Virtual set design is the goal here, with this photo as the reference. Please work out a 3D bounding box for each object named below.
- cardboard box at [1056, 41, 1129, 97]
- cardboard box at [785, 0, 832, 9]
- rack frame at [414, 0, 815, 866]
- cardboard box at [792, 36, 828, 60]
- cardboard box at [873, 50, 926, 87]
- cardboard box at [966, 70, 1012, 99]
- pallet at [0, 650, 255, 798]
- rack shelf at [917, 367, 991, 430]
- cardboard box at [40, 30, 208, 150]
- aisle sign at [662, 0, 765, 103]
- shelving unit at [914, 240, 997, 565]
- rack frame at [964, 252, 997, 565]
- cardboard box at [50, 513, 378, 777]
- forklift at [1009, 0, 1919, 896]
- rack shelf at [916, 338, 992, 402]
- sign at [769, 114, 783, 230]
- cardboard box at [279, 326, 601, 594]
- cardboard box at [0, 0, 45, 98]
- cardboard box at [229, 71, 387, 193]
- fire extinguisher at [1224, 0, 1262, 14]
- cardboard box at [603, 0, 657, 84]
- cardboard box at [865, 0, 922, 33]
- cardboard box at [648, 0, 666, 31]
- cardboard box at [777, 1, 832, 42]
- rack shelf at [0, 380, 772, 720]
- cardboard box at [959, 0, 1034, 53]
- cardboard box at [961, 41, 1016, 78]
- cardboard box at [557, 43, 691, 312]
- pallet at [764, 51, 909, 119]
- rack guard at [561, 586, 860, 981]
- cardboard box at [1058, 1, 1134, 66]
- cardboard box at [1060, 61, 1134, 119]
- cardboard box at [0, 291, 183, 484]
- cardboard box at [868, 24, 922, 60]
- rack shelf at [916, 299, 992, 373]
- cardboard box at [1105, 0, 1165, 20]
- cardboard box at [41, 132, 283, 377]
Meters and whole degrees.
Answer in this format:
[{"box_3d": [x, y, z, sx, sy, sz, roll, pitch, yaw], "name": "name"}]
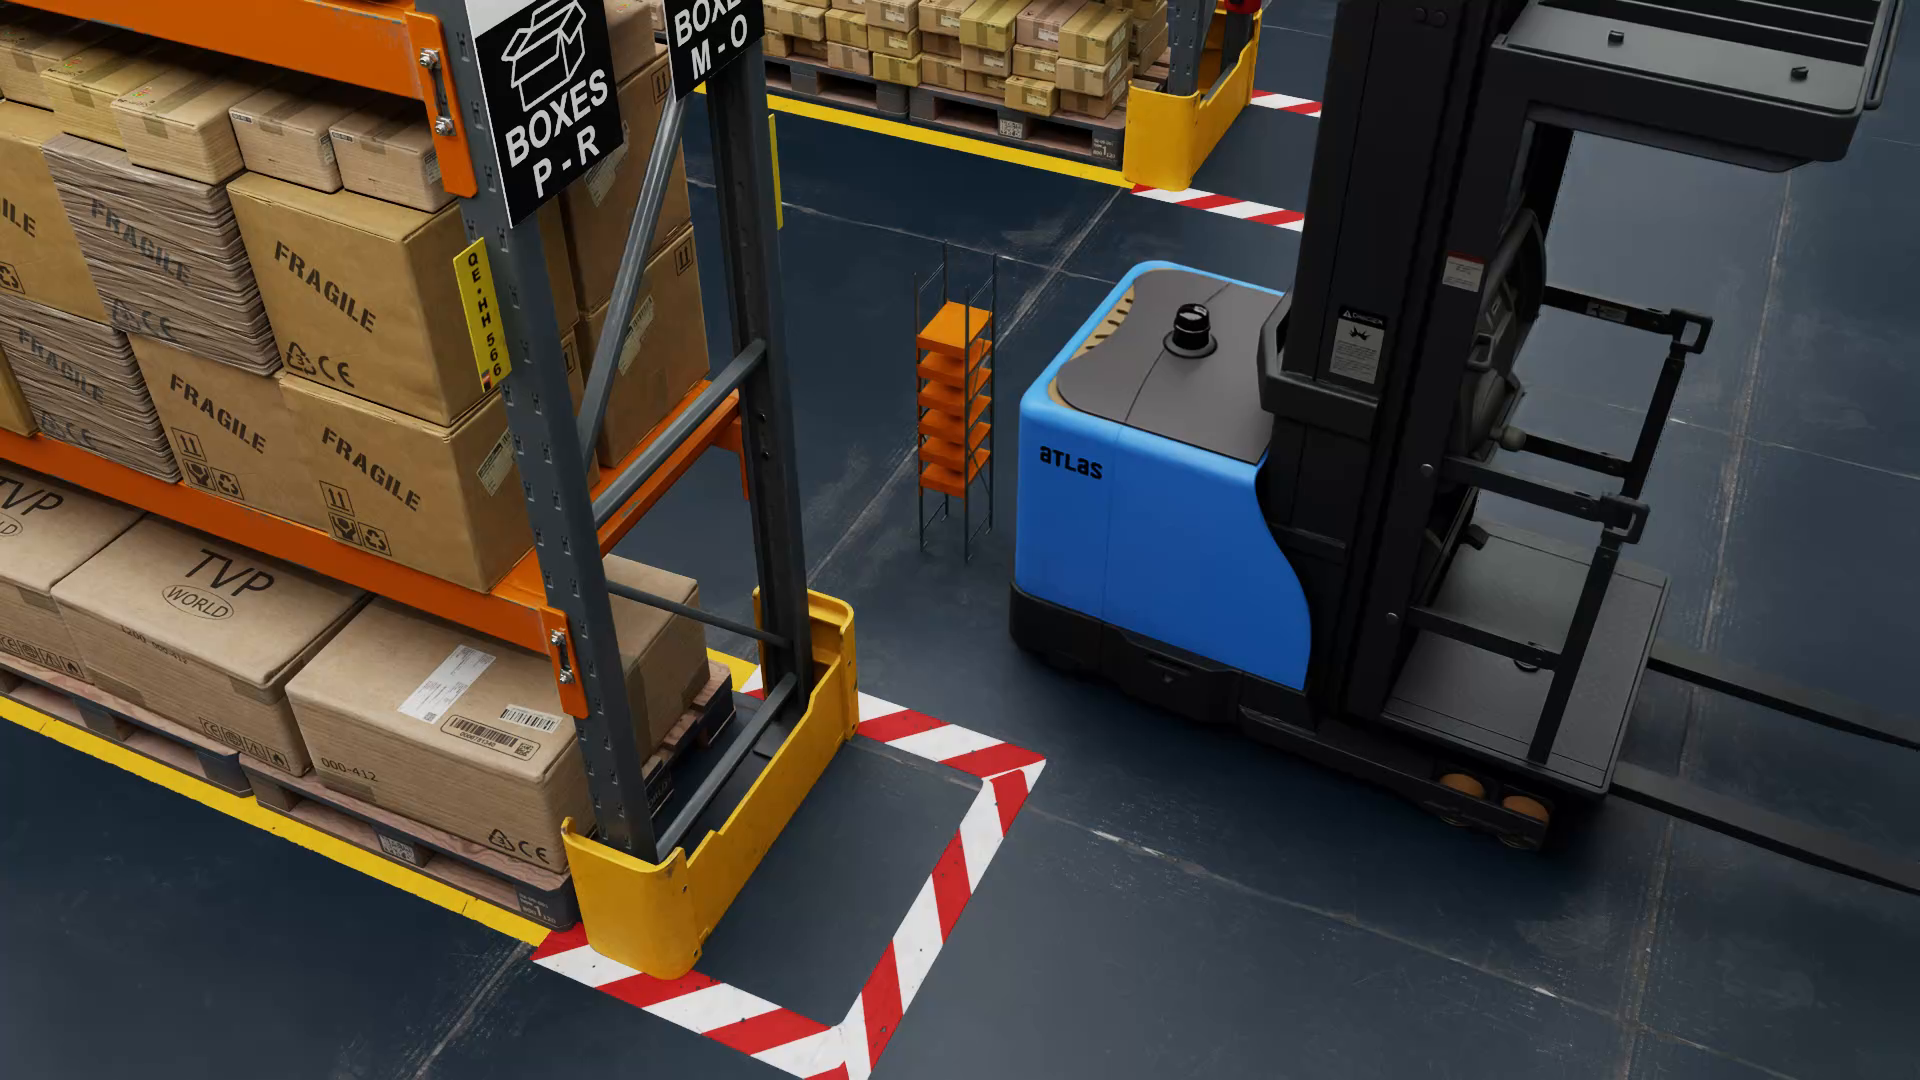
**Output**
[{"box_3d": [0.665, -2.389, 8.345, 0.250, 0.149, 0.380, 16, 43, 18], "name": "cardboard box"}, {"box_3d": [-0.731, -2.966, 8.783, 0.250, 0.149, 0.380, 17, 44, 19], "name": "cardboard box"}, {"box_3d": [-0.738, -0.252, 4.251, 0.127, 3.000, 1.000, 17, 44, 19], "name": "rack frame"}, {"box_3d": [-0.704, -2.753, 8.992, 0.250, 0.149, 0.380, 18, 44, 20], "name": "cardboard box"}, {"box_3d": [-0.267, -2.551, 8.759, 0.250, 0.149, 0.380, 15, 43, 17], "name": "cardboard box"}, {"box_3d": [0.220, -2.457, 8.651, 0.250, 0.149, 0.380, 17, 44, 18], "name": "cardboard box"}, {"box_3d": [-2.597, 0.288, 5.757, 1.213, 0.211, 1.003, 17, 44, 19], "name": "pallet"}, {"box_3d": [-0.013, -0.514, 5.812, 0.180, 0.103, 0.258, 17, 44, 19], "name": "rack shelf"}, {"box_3d": [-1.868, -1.065, 3.854, 0.250, 0.149, 0.380, 18, 44, 20], "name": "cardboard box"}, {"box_3d": [-0.550, -1.387, 3.575, 0.004, 0.787, 0.394, 17, 44, 19], "name": "aisle sign"}, {"box_3d": [-0.013, -0.457, 5.862, 0.189, 1.200, 0.258, 17, 44, 19], "name": "shelving unit"}, {"box_3d": [0.070, -0.432, 5.832, 0.006, 1.200, 0.240, 17, 44, 19], "name": "rack frame"}, {"box_3d": [-2.211, 0.185, 5.381, 0.875, 0.438, 0.875, 18, 44, 20], "name": "cardboard box"}, {"box_3d": [1.716, -0.553, 4.650, 3.031, 2.935, 1.130, 19, 44, 21], "name": "forklift"}, {"box_3d": [-0.013, -0.605, 5.734, 0.180, 0.103, 0.258, 17, 44, 19], "name": "rack shelf"}, {"box_3d": [-0.497, -0.937, 4.319, 0.005, 0.325, 0.100, 17, 44, 19], "name": "sign"}, {"box_3d": [-1.287, -0.266, 4.191, 0.500, 0.500, 0.500, 17, 44, 19], "name": "cardboard box"}, {"box_3d": [-2.327, -1.214, 4.026, 0.250, 0.149, 0.380, 18, 44, 20], "name": "cardboard box"}, {"box_3d": [-1.388, -0.949, 3.720, 0.250, 0.149, 0.380, 18, 44, 19], "name": "cardboard box"}, {"box_3d": [1.297, -2.704, 7.424, 0.183, 0.674, 0.296, 17, 44, 19], "name": "fire extinguisher"}, {"box_3d": [-0.942, -1.175, 3.981, 0.250, 0.149, 0.380, 18, 44, 20], "name": "cardboard box"}, {"box_3d": [-0.290, -2.771, 8.559, 0.250, 0.149, 0.380, 19, 44, 20], "name": "cardboard box"}, {"box_3d": [-1.679, -3.004, 9.282, 0.250, 0.149, 0.380, 17, 44, 18], "name": "cardboard box"}, {"box_3d": [-0.767, -2.809, 8.830, 0.250, 0.149, 0.380, 17, 44, 19], "name": "cardboard box"}, {"box_3d": [-2.550, -0.534, 5.125, 4.000, 0.370, 1.077, 17, 44, 19], "name": "rack shelf"}, {"box_3d": [0.185, -2.621, 8.385, 0.250, 0.149, 0.380, 16, 43, 18], "name": "cardboard box"}, {"box_3d": [0.193, -2.532, 8.510, 0.250, 0.149, 0.380, 15, 43, 17], "name": "cardboard box"}, {"box_3d": [-1.052, -0.970, 4.239, 0.500, 0.500, 0.500, 16, 43, 18], "name": "cardboard box"}, {"box_3d": [-0.628, -2.770, 9.285, 1.213, 0.211, 1.003, 17, 44, 19], "name": "pallet"}, {"box_3d": [-0.716, 0.699, 5.062, 0.348, 0.500, 1.175, 17, 44, 19], "name": "rack guard"}, {"box_3d": [0.677, -2.521, 8.270, 0.250, 0.149, 0.380, 17, 44, 19], "name": "cardboard box"}, {"box_3d": [0.699, -2.322, 8.494, 0.250, 0.149, 0.380, 18, 44, 19], "name": "cardboard box"}, {"box_3d": [-2.205, -0.551, 4.519, 0.500, 0.500, 0.500, 18, 44, 20], "name": "cardboard box"}, {"box_3d": [-0.282, -2.667, 8.666, 0.250, 0.149, 0.380, 18, 44, 19], "name": "cardboard box"}, {"box_3d": [-0.013, -0.696, 5.655, 0.180, 0.103, 0.258, 17, 44, 19], "name": "rack shelf"}, {"box_3d": [0.933, -2.871, 8.674, 0.250, 0.149, 0.380, 15, 43, 17], "name": "cardboard box"}, {"box_3d": [-1.761, -0.787, 4.028, 0.500, 0.500, 0.500, 17, 44, 19], "name": "cardboard box"}]
